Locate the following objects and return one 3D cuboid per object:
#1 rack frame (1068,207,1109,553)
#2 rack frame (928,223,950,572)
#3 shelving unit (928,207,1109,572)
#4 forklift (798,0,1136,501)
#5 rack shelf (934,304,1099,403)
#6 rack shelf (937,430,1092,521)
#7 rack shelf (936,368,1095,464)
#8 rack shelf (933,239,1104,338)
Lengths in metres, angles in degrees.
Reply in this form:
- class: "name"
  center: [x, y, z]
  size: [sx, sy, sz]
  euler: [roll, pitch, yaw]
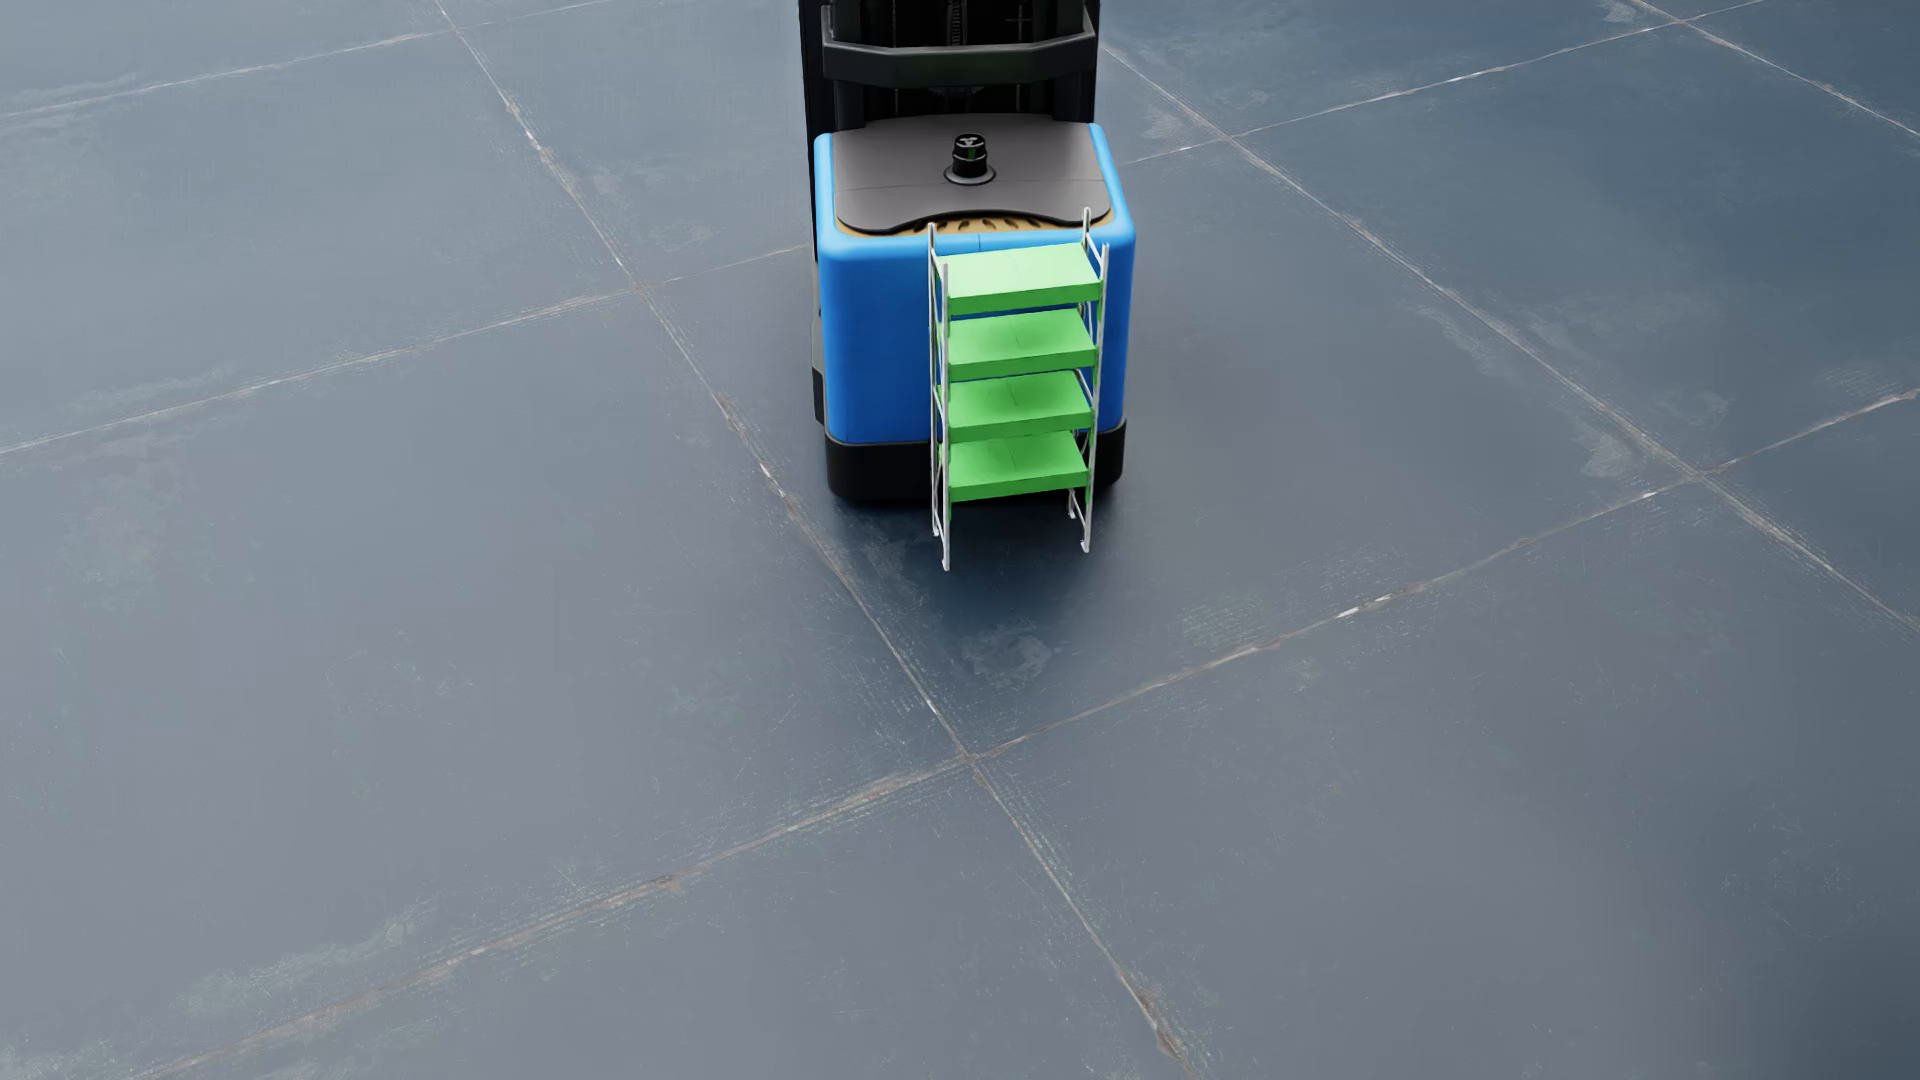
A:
- class: "rack frame"
  center: [0.413, -0.489, 5.415]
  size: [0.015, 1.200, 0.240]
  euler: [-7, 41, -9]
- class: "rack frame"
  center: [-0.066, -0.428, 5.343]
  size: [0.015, 1.200, 0.240]
  euler: [-7, 41, -9]
- class: "shelving unit"
  center: [0.174, -0.458, 5.379]
  size: [0.503, 1.200, 0.258]
  euler: [-7, 41, -9]
- class: "forklift"
  center: [-0.060, -2.199, 6.095]
  size: [1.130, 2.935, 3.031]
  euler: [-3, 40, -4]
- class: "rack shelf"
  center: [0.174, -0.593, 5.265]
  size: [0.480, 0.148, 0.258]
  euler: [-7, 41, -9]
- class: "rack shelf"
  center: [0.174, -0.226, 5.575]
  size: [0.480, 0.148, 0.258]
  euler: [-7, 41, -9]
- class: "rack shelf"
  center: [0.174, -0.410, 5.420]
  size: [0.480, 0.148, 0.258]
  euler: [-7, 41, -9]
- class: "rack shelf"
  center: [0.174, -0.776, 5.110]
  size: [0.480, 0.148, 0.258]
  euler: [-7, 41, -9]
